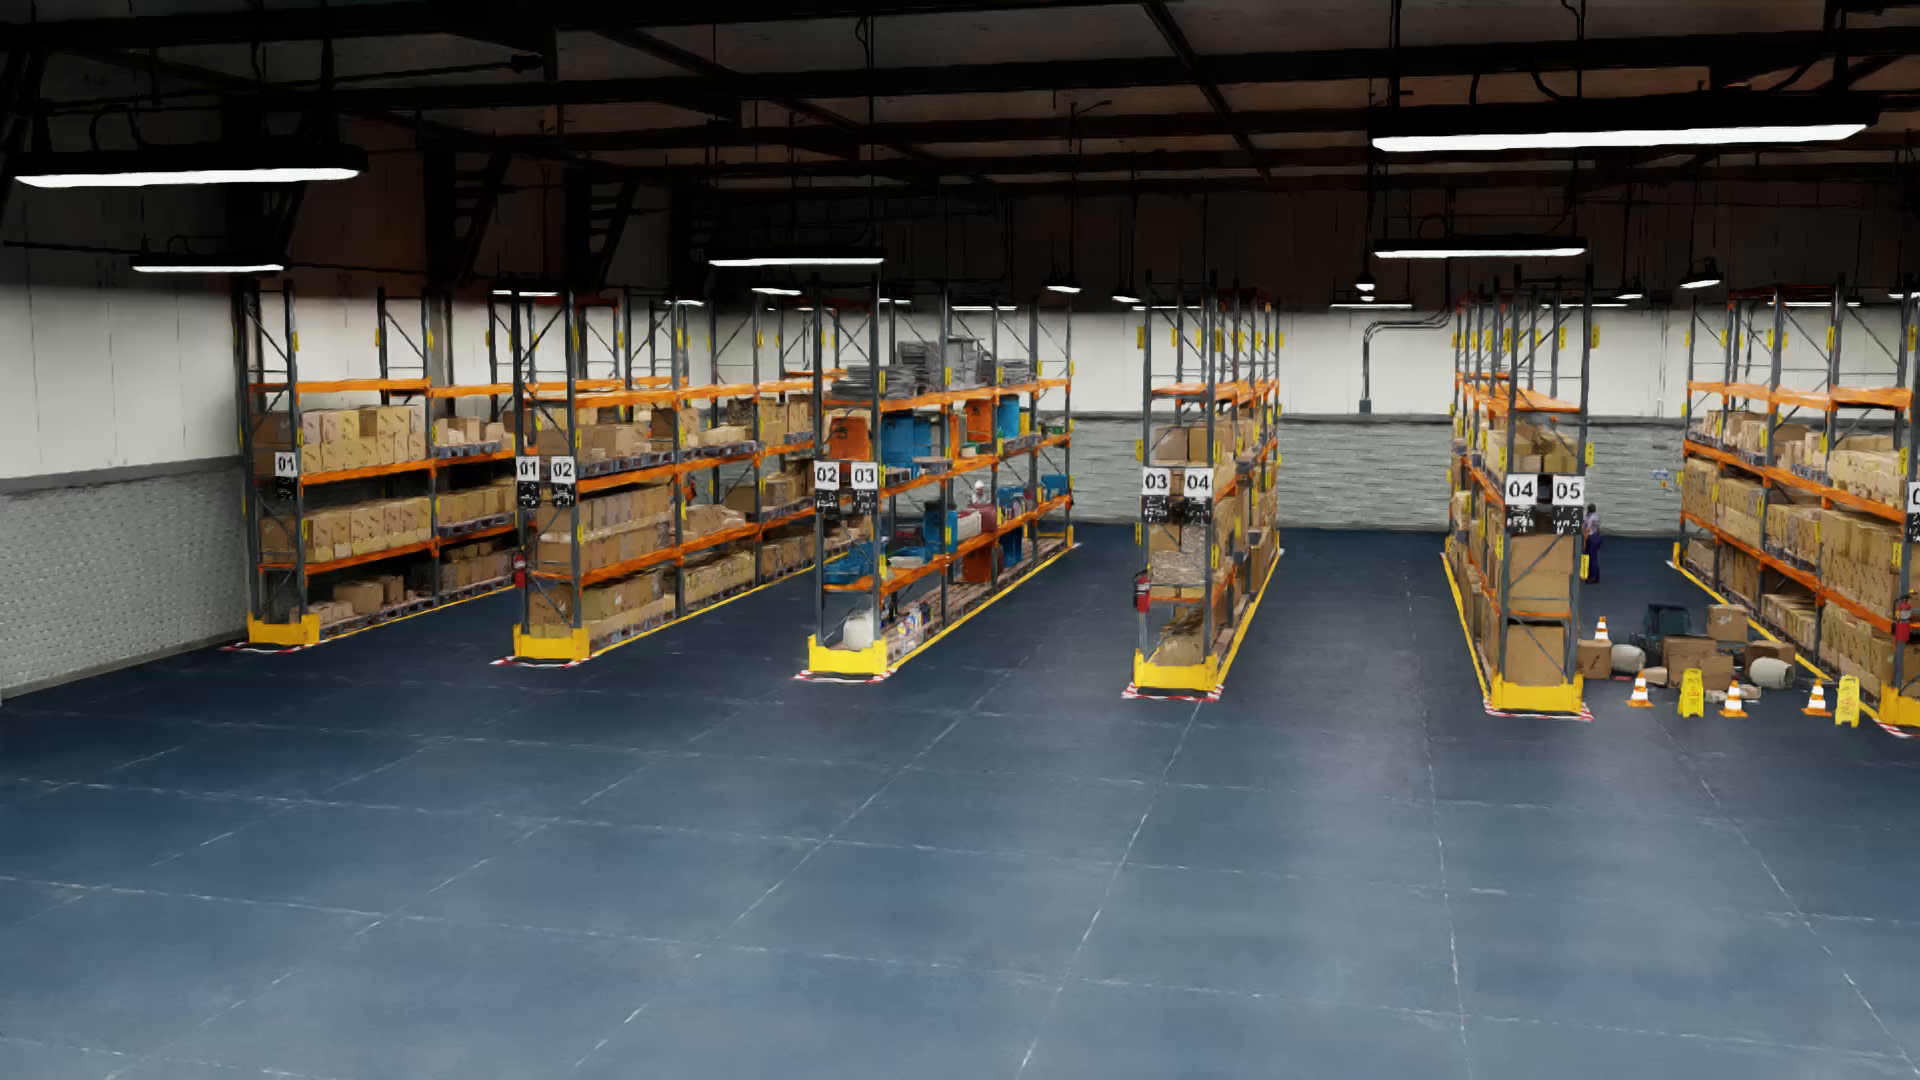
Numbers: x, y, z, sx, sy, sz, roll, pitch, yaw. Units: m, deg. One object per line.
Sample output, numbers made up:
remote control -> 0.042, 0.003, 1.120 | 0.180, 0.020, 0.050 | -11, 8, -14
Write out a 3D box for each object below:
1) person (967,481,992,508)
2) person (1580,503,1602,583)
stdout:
person -> 0.495, -0.552, 39.272 | 0.649, 1.726, 0.572 | 2, 7, 13
person -> 13.049, 0.057, 34.465 | 0.556, 1.624, 0.606 | 6, 9, 40
